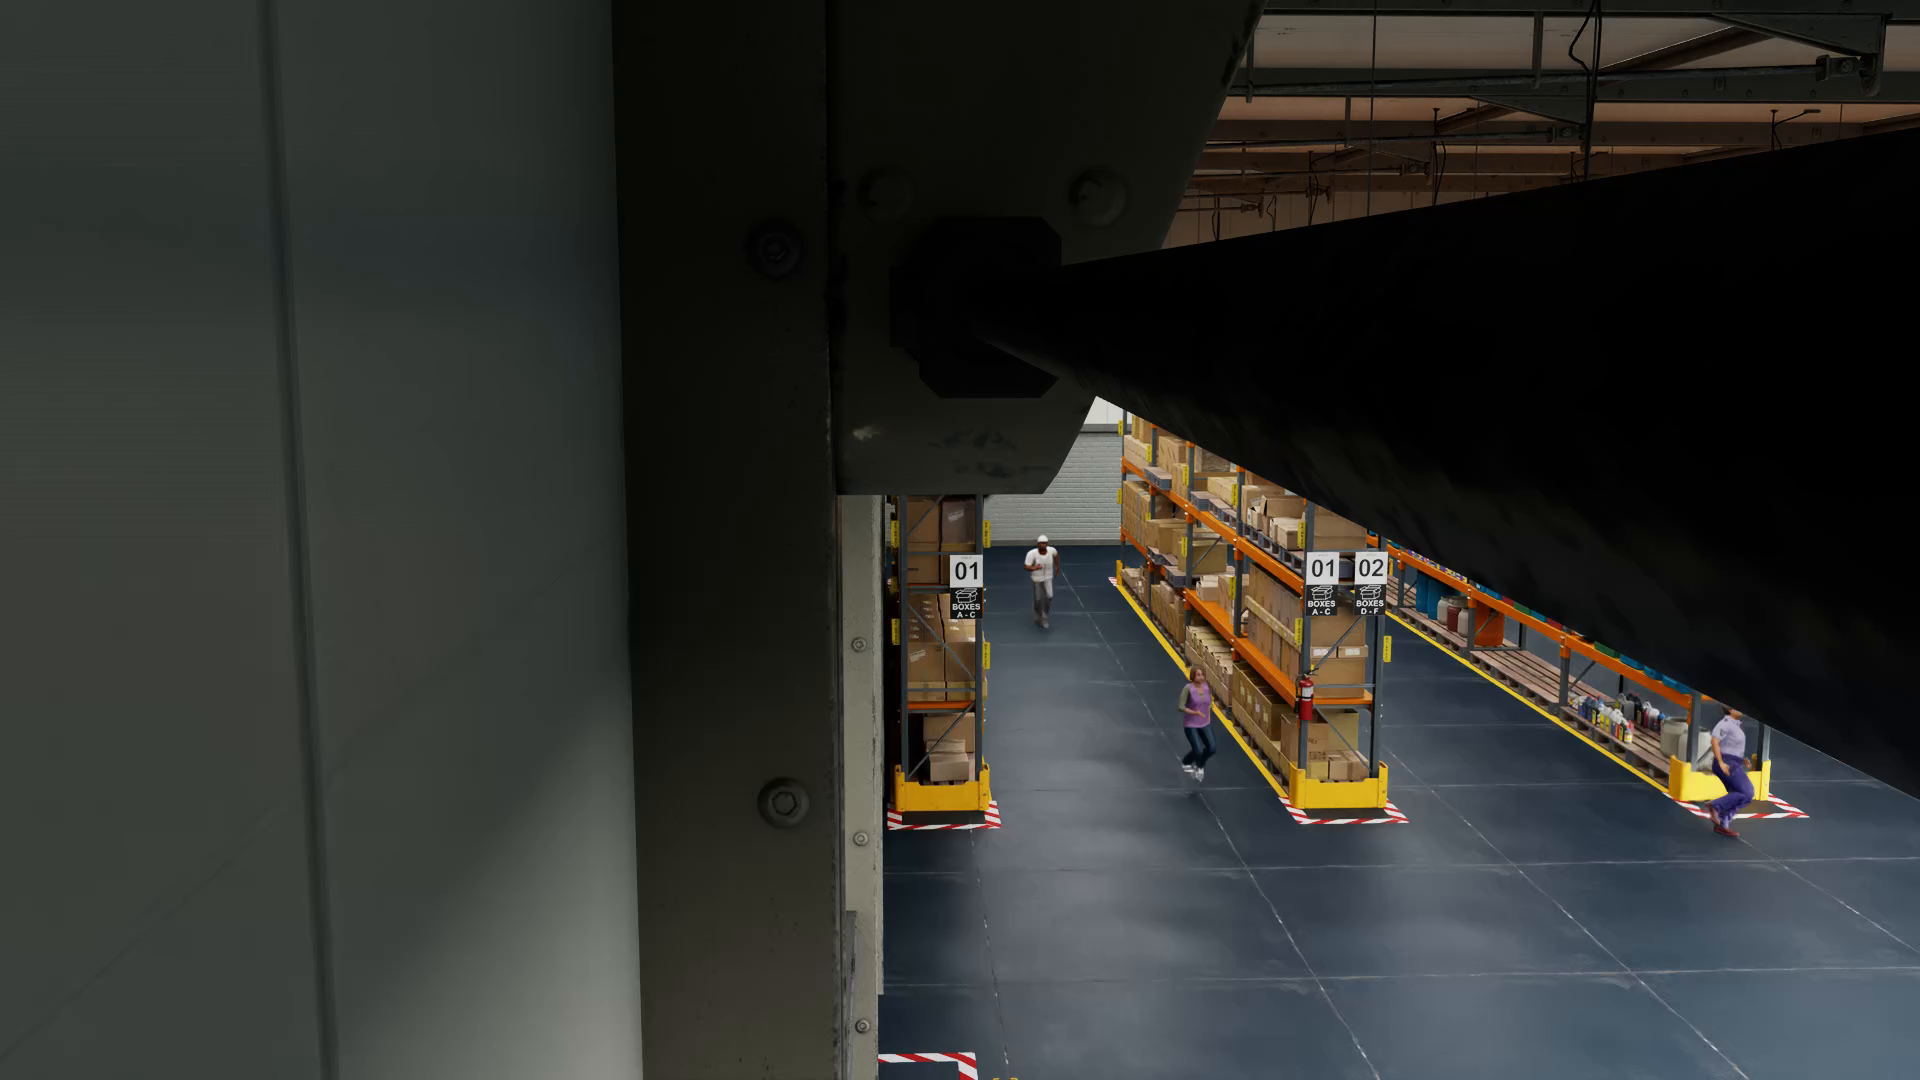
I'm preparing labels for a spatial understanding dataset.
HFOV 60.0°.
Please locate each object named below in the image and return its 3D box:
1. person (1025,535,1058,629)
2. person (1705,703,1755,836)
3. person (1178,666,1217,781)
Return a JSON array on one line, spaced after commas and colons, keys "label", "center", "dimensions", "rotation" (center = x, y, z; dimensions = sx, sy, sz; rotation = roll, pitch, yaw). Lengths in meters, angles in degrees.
[{"label": "person", "center": [1.569, 0.689, 31.829], "dimensions": [0.728, 1.609, 0.839], "rotation": [-2, 9, -12]}, {"label": "person", "center": [9.143, 2.674, 19.661], "dimensions": [0.512, 1.574, 0.645], "rotation": [5, 10, 29]}, {"label": "person", "center": [3.019, 2.338, 21.051], "dimensions": [0.536, 1.509, 0.563], "rotation": [-3, 9, -19]}]
